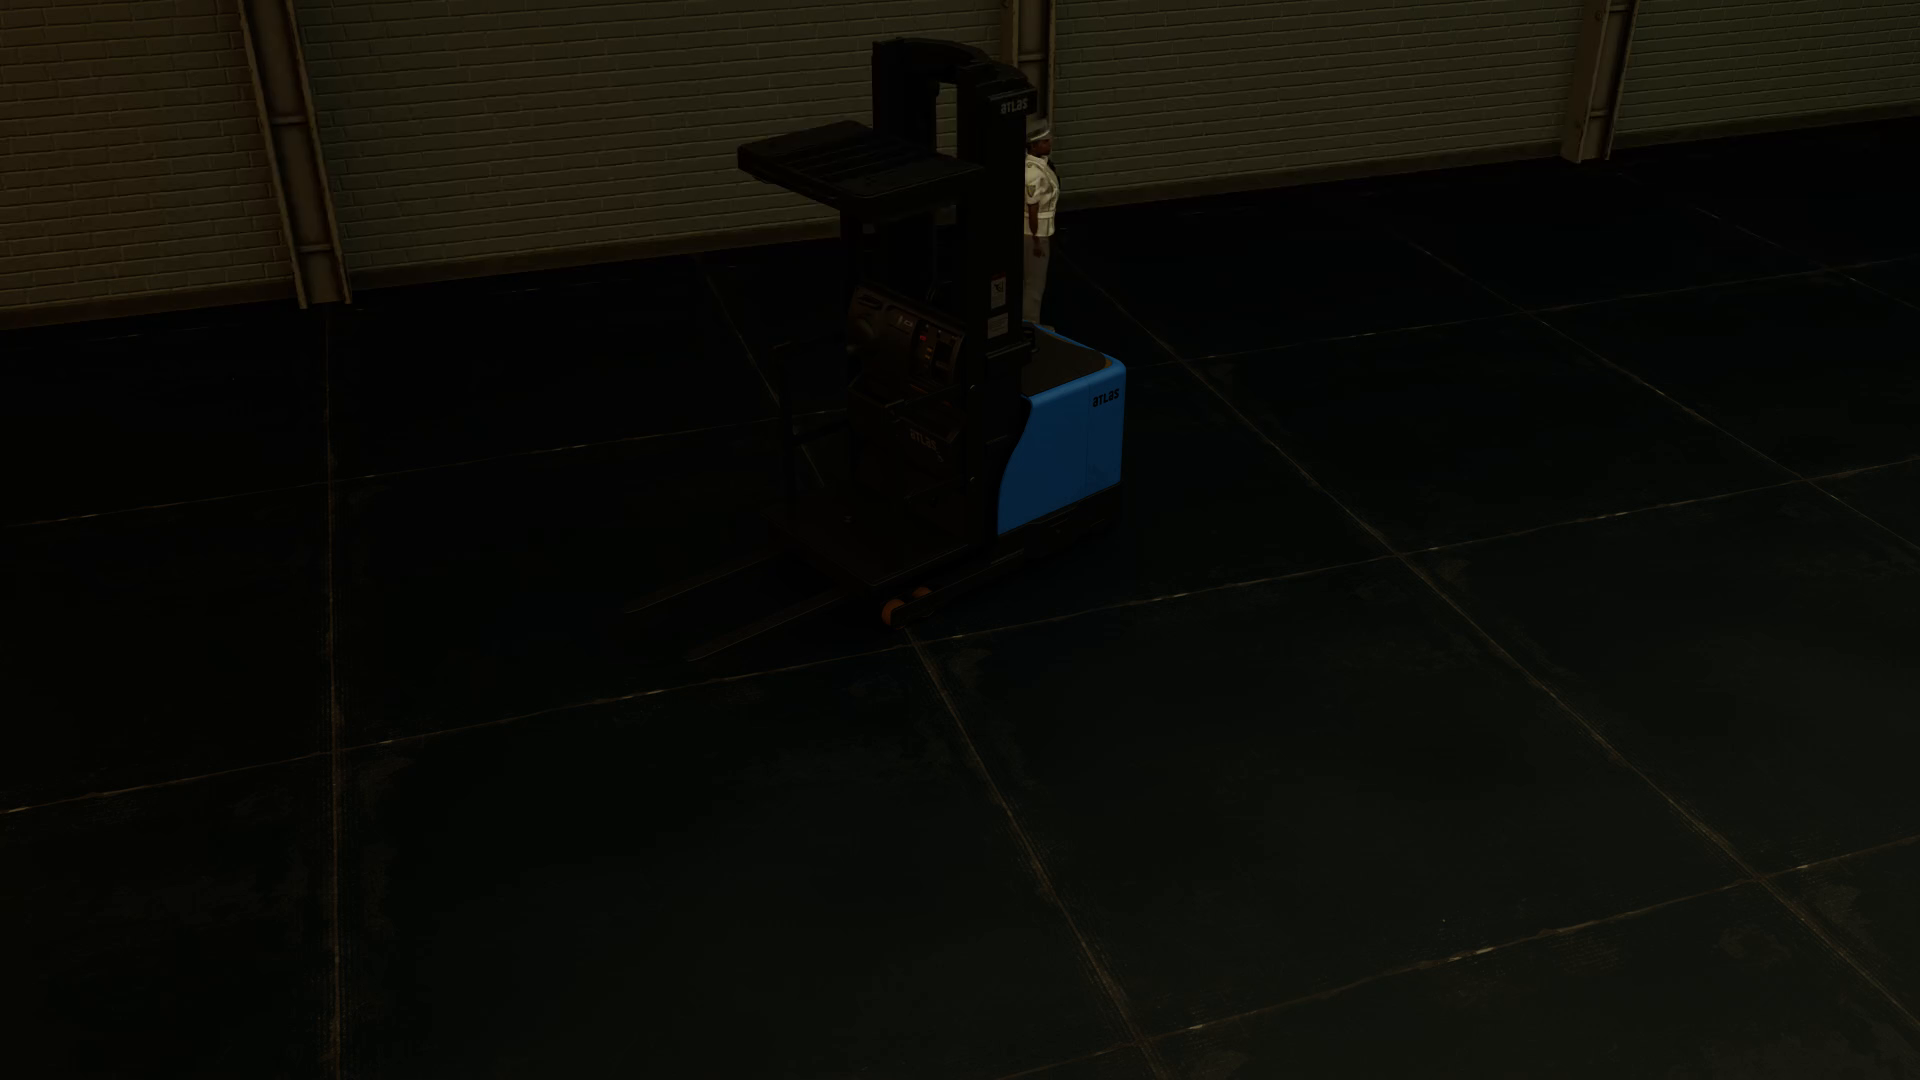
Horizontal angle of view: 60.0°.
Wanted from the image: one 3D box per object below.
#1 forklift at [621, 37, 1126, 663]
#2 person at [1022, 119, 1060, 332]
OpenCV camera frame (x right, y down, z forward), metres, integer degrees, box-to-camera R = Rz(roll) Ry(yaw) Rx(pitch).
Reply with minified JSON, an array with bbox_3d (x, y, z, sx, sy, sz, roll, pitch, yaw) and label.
[{"bbox_3d":[-0.461,-1.072,8.951,3.031,2.935,1.130,-23,37,-34],"label":"forklift"},{"bbox_3d":[0.569,-2.260,12.262,0.351,1.694,0.449,0,30,1],"label":"person"}]
